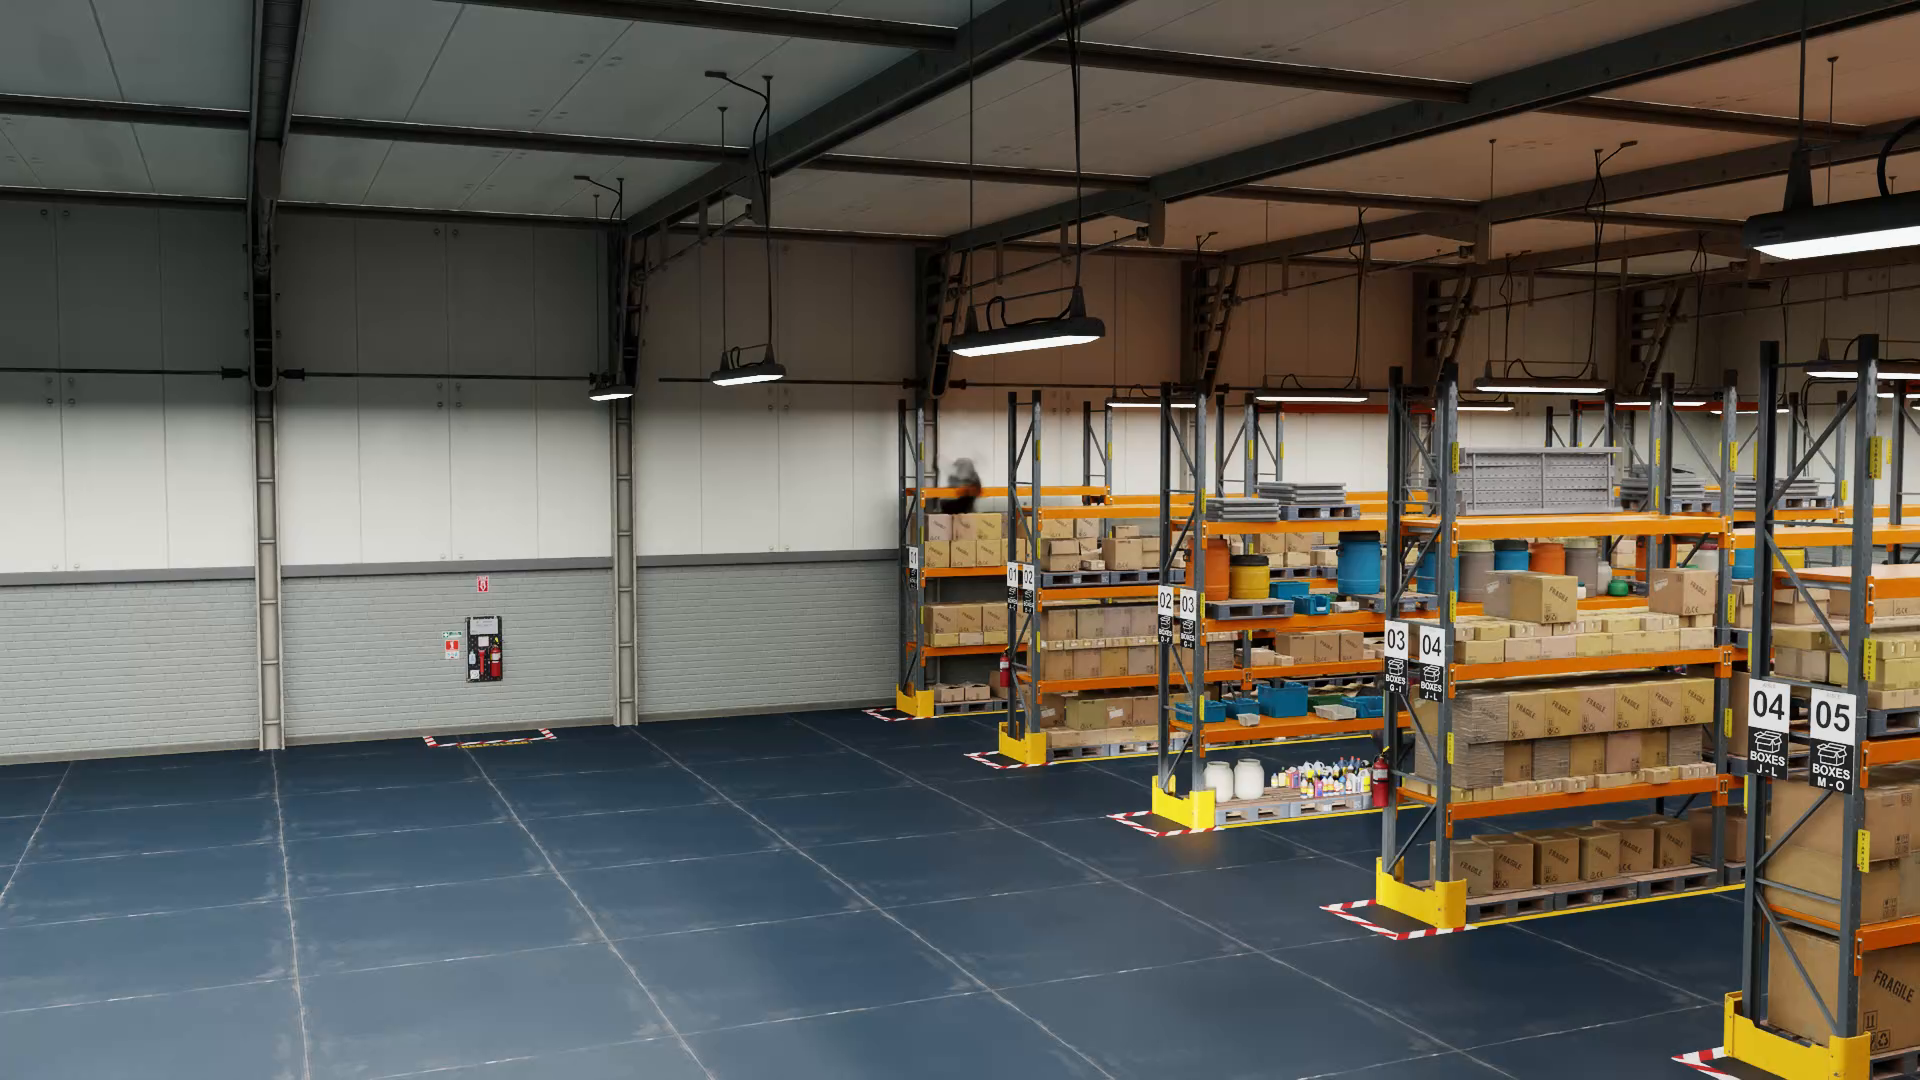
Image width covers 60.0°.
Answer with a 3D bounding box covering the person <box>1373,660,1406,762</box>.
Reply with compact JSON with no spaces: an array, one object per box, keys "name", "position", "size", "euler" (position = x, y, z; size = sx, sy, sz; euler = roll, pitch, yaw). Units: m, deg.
[{"name":"person","position":[6.853,2.763,26.718],"size":[0.596,1.680,0.692],"euler":[-2,4,-27]}]
